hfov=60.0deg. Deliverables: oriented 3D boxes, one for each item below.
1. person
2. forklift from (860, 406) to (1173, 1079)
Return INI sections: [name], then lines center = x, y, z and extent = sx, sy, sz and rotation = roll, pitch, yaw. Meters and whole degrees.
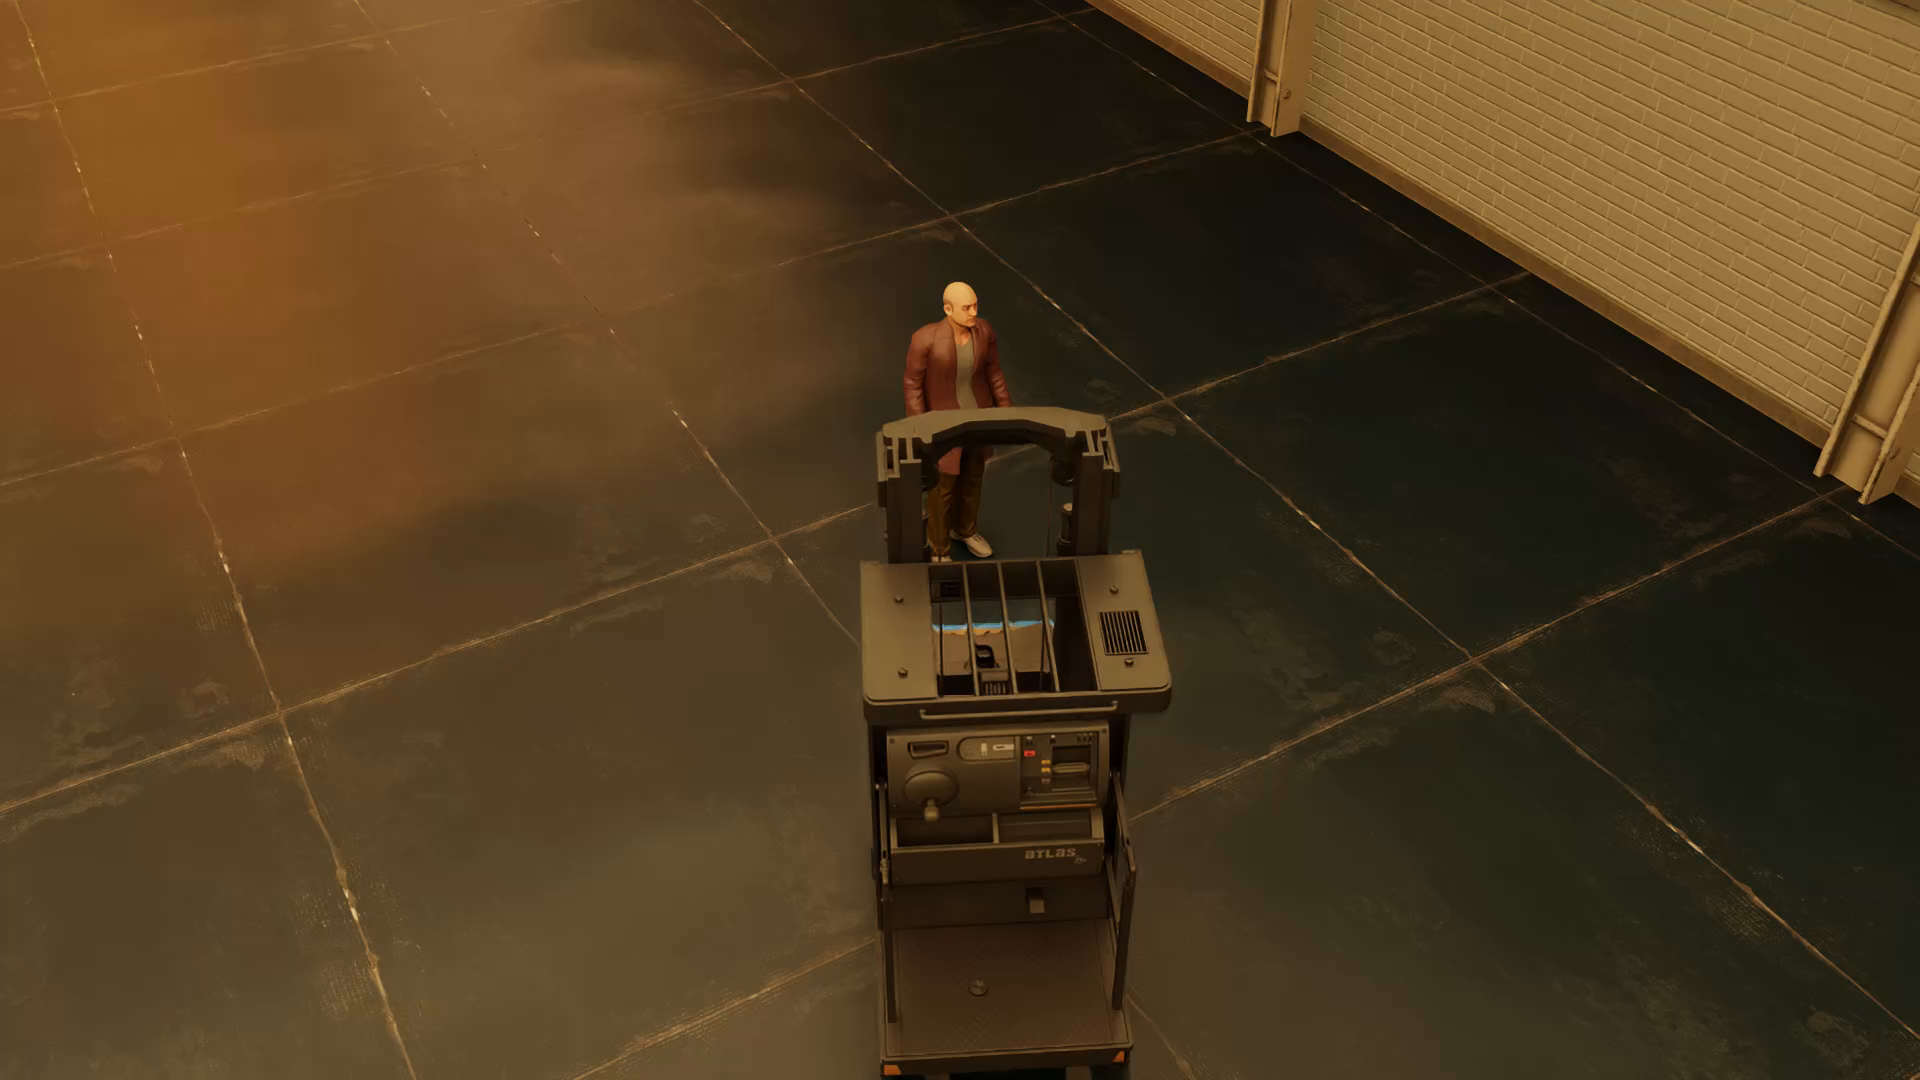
[person]
center = 0.041, -0.638, 9.697
extent = 0.696, 1.776, 0.582
rotation = -20, 44, -23
[forklift]
center = 0.177, 1.043, 6.779
extent = 1.130, 2.935, 3.031
rotation = -2, 40, -3
